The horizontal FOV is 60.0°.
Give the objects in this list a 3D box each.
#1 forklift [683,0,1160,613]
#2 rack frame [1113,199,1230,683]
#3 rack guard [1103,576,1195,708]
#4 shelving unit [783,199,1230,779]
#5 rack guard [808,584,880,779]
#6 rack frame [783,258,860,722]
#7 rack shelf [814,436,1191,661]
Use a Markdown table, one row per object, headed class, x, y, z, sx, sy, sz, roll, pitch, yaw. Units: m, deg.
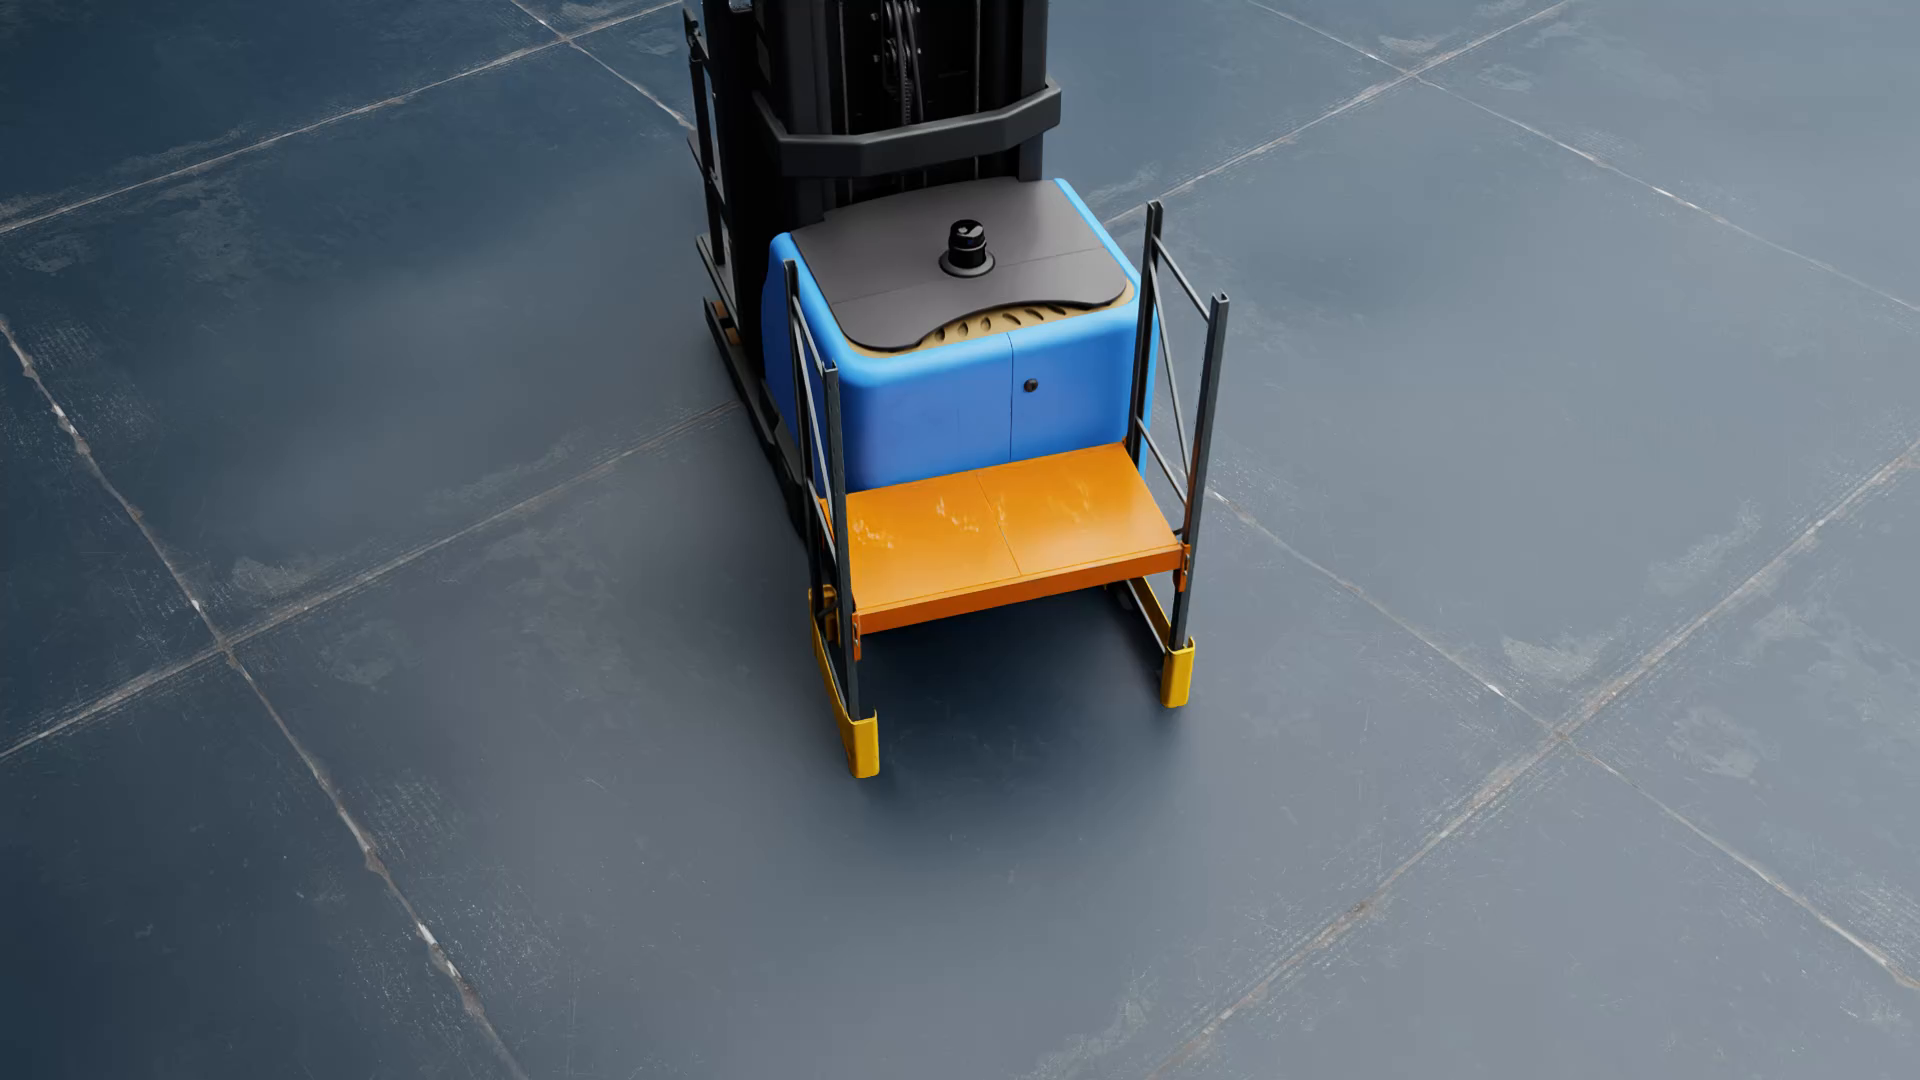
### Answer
| class | x | y | z | sx | sy | sz | roll | pitch | yaw |
| --- | --- | --- | --- | --- | --- | --- | --- | --- | --- |
| forklift | -0.364 | -1.819 | 5.546 | 1.130 | 2.935 | 3.031 | -14 | 45 | -15 |
| rack frame | 0.598 | -0.219 | 4.887 | 0.032 | 1.500 | 0.500 | -11 | 44 | -12 |
| rack guard | 0.597 | 0.237 | 5.315 | 0.087 | 0.250 | 0.587 | -11 | 44 | -12 |
| shelving unit | 0.119 | -0.123 | 4.785 | 1.083 | 1.500 | 0.587 | -11 | 44 | -12 |
| rack guard | -0.359 | 0.428 | 5.111 | 0.087 | 0.250 | 0.587 | -11 | 44 | -12 |
| rack frame | -0.378 | -0.023 | 4.679 | 0.032 | 1.500 | 0.500 | -11 | 44 | -12 |
| rack shelf | 0.110 | 0.010 | 4.907 | 1.000 | 0.185 | 0.538 | -11 | 44 | -12 |
